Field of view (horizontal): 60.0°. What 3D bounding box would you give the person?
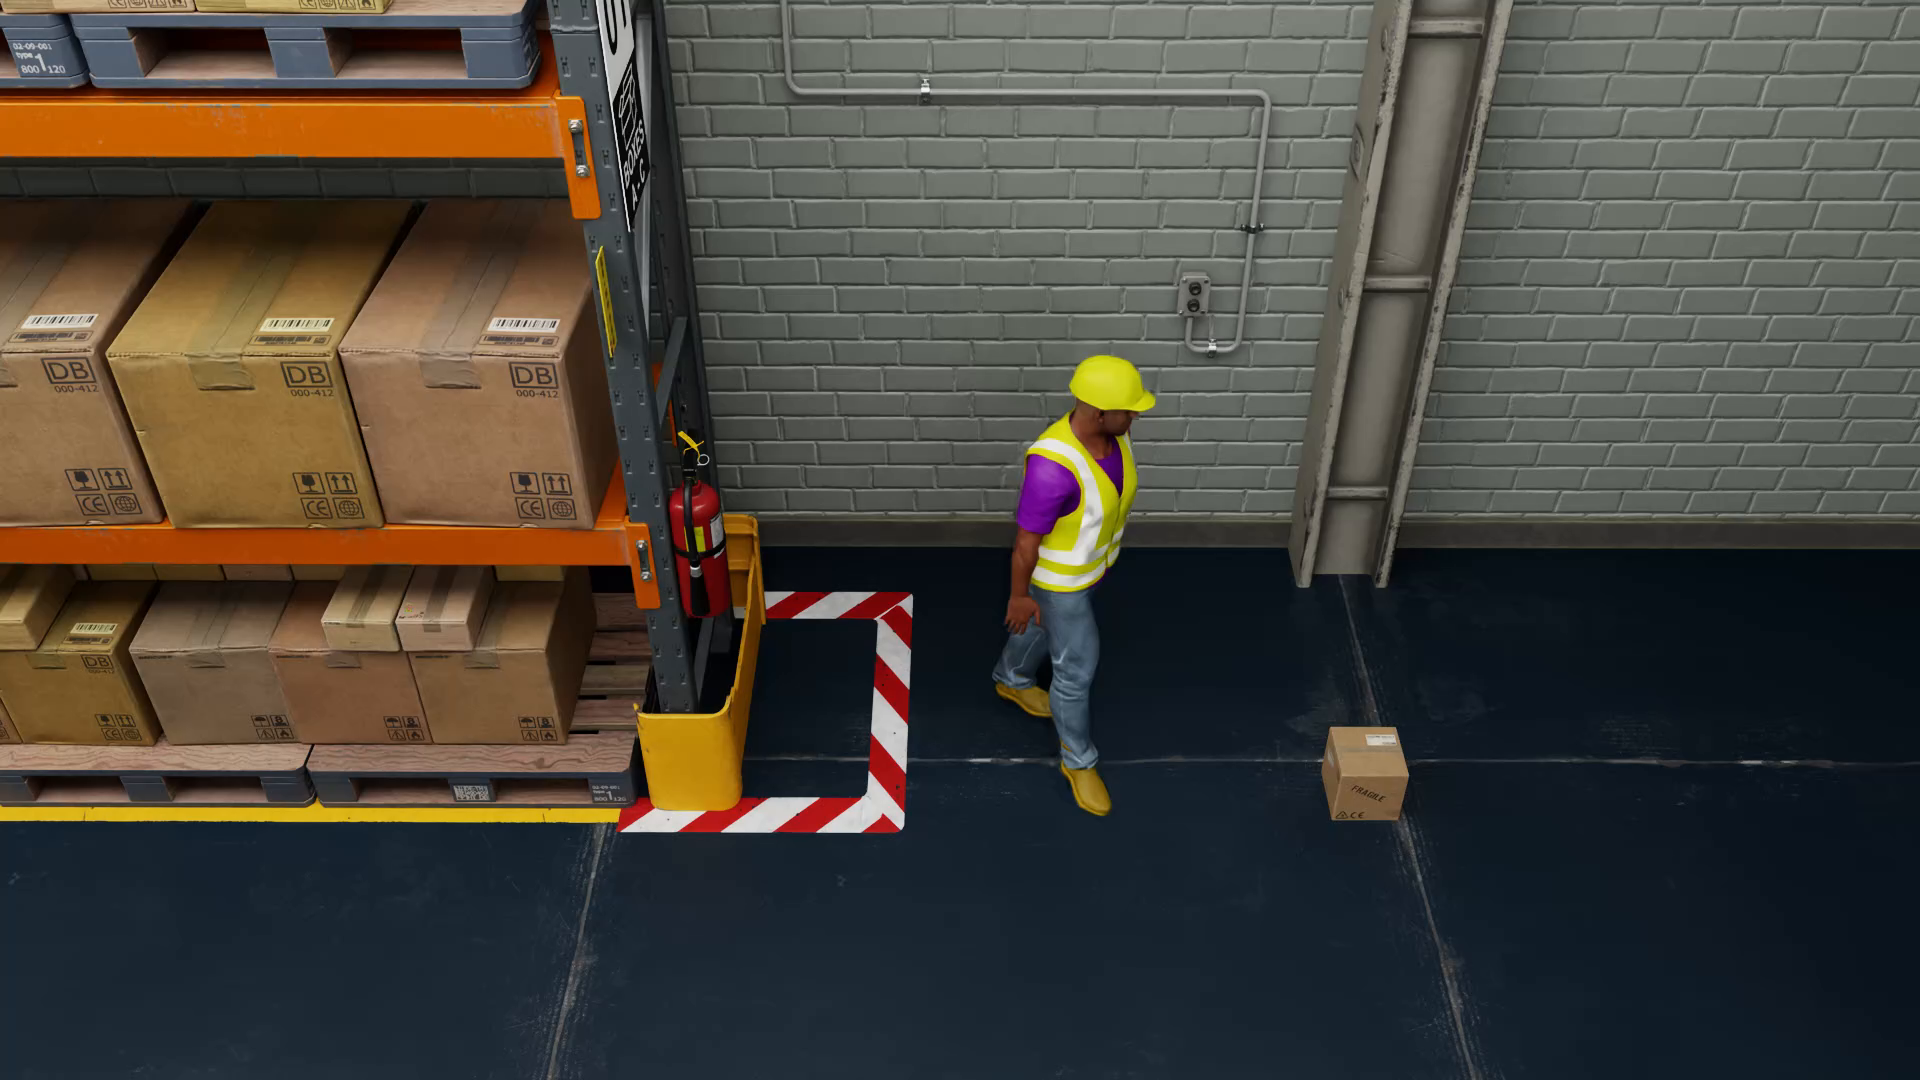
[{"bbox_3d":[0.411,0.086,6.037,0.714,1.775,0.644,21,44,24],"label":"person"}]
